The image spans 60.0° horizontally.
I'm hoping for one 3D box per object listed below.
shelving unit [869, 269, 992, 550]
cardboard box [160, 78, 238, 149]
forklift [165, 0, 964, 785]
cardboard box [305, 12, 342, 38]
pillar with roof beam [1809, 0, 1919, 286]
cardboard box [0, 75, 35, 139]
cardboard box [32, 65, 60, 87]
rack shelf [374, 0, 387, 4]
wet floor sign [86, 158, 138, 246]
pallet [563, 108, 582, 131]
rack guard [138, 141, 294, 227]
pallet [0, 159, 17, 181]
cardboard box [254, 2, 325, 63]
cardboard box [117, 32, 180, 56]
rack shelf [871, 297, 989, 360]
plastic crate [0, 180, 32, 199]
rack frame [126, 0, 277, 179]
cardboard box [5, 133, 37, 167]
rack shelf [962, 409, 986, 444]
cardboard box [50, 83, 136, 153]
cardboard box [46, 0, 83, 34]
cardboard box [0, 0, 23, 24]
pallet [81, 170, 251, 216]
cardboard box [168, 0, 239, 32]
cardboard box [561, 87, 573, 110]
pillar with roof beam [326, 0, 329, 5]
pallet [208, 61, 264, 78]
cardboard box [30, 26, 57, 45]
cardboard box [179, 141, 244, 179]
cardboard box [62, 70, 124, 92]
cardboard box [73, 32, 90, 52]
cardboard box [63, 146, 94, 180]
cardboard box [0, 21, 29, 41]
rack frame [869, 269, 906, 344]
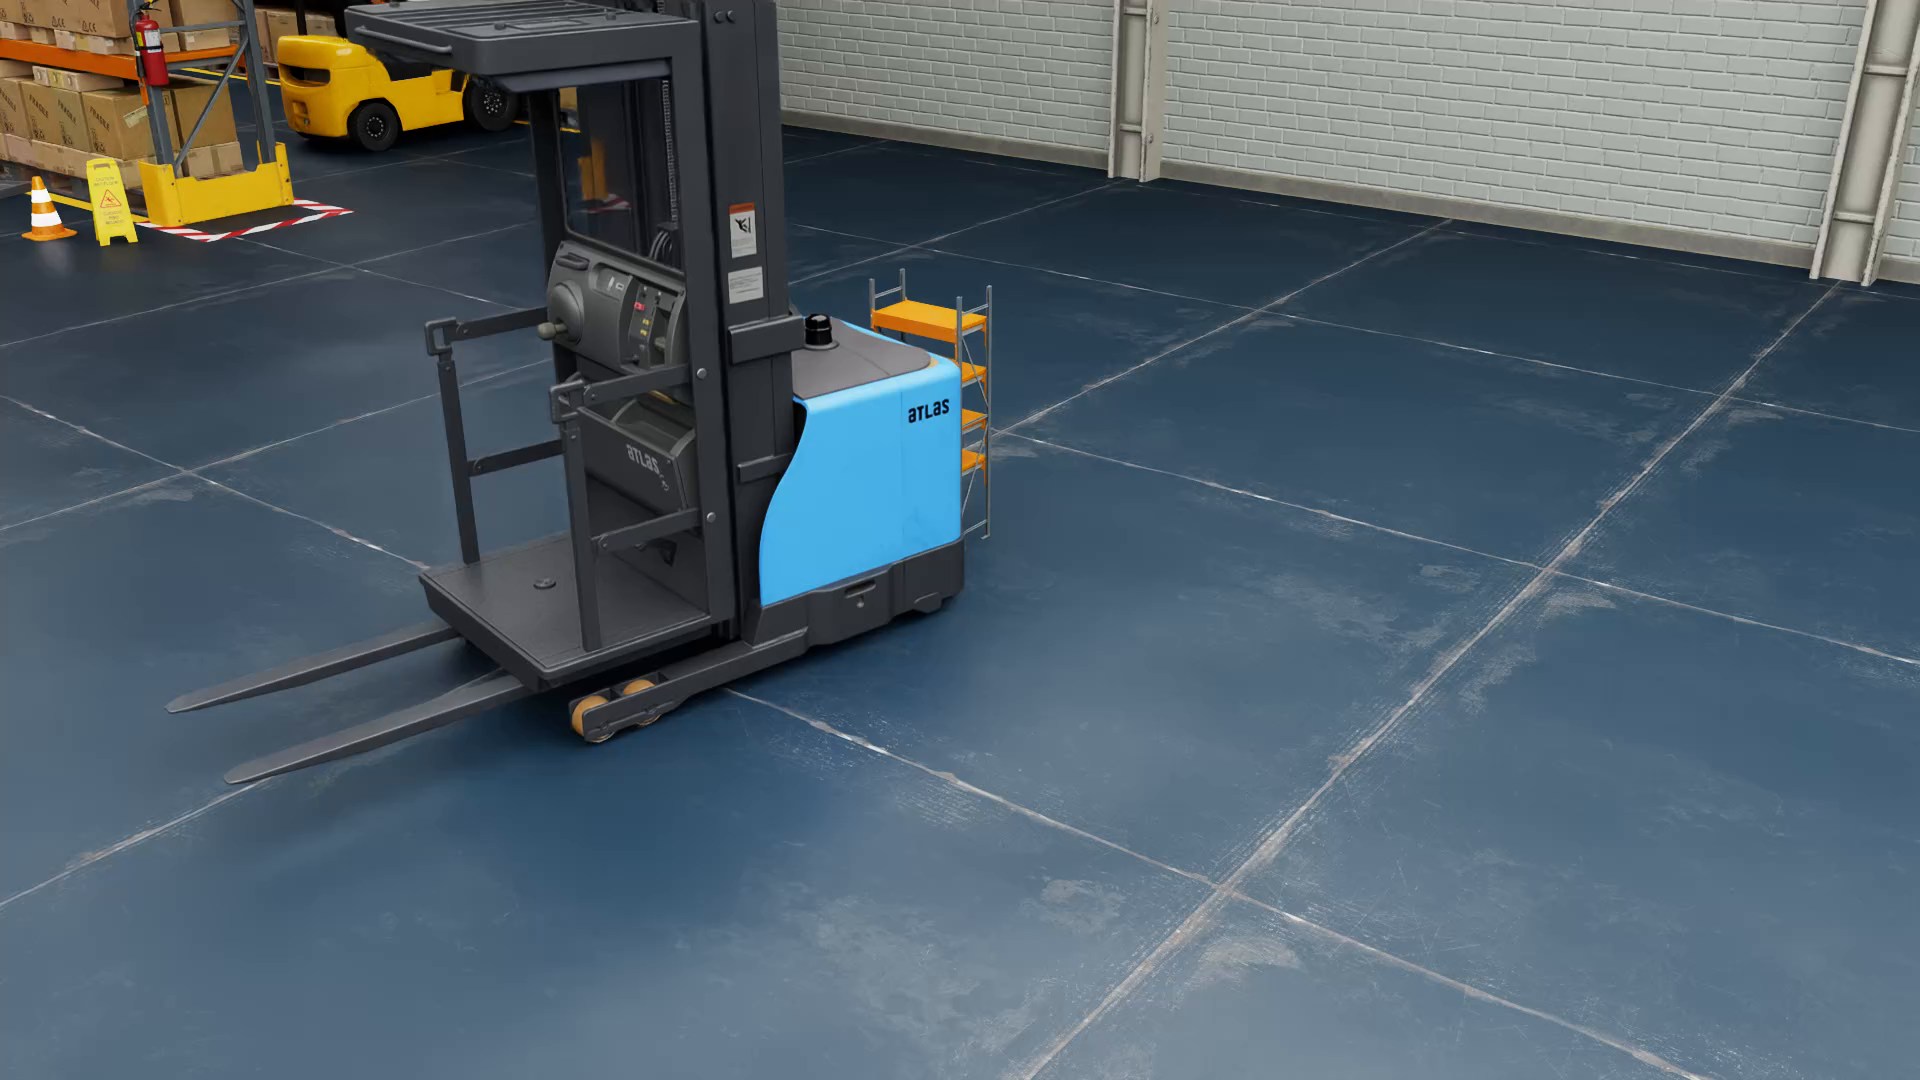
[{"bbox_3d":[-0.132,-0.589,7.599,0.503,1.200,0.258,17,29,33],"label":"shelving unit"},{"bbox_3d":[-6.646,-3.685,14.352,0.500,0.500,0.500,16,28,32],"label":"cardboard box"},{"bbox_3d":[-1.435,-0.841,6.023,3.031,2.935,1.130,-19,30,-36],"label":"forklift"},{"bbox_3d":[-7.415,-6.106,20.312,0.625,0.625,0.875,16,29,33],"label":"cardboard box"},{"bbox_3d":[3.831,-4.634,7.107,0.400,9.000,9.100,17,29,33],"label":"pillar with roof beam"},{"bbox_3d":[-8.189,-3.881,14.797,0.500,0.500,0.500,19,30,36],"label":"cardboard box"},{"bbox_3d":[-7.688,-3.995,14.251,0.250,0.149,0.380,18,30,35],"label":"cardboard box"},{"bbox_3d":[-4.774,-5.875,18.255,4.000,0.370,1.077,17,29,33],"label":"rack shelf"},{"bbox_3d":[-6.637,-2.649,12.963,0.267,0.644,0.232,-15,28,-30],"label":"wet floor sign"},{"bbox_3d":[-3.810,-4.616,17.964,1.213,0.211,1.003,17,29,33],"label":"pallet"},{"bbox_3d":[-6.208,-2.992,13.922,0.348,0.500,1.175,17,29,33],"label":"rack guard"},{"bbox_3d":[-8.789,-3.658,15.791,1.213,0.211,1.003,17,29,33],"label":"pallet"},{"bbox_3d":[-8.556,-6.450,21.092,0.625,0.625,0.875,18,29,35],"label":"cardboard box"},{"bbox_3d":[-6.575,-4.024,13.475,0.250,0.149,0.380,18,29,35],"label":"cardboard box"},{"bbox_3d":[-0.132,-0.949,7.441,0.480,0.148,0.258,17,29,33],"label":"rack shelf"},{"bbox_3d":[-8.583,-3.105,14.698,0.583,0.080,0.402,7,25,15],"label":"plastic crate"},{"bbox_3d":[-6.147,-4.118,13.376,0.127,3.000,1.000,17,29,33],"label":"rack frame"},{"bbox_3d":[-8.178,-3.536,14.945,0.500,0.250,0.500,16,29,33],"label":"cardboard box"},{"bbox_3d":[-0.132,-0.528,7.626,0.480,0.148,0.258,17,29,33],"label":"rack shelf"},{"bbox_3d":[-7.364,-3.630,14.227,0.500,0.500,0.500,18,30,35],"label":"cardboard box"},{"bbox_3d":[-7.145,-4.465,13.670,0.500,0.500,0.500,17,29,33],"label":"cardboard box"},{"bbox_3d":[-7.937,-4.715,14.239,0.500,0.500,0.500,17,29,34],"label":"cardboard box"},{"bbox_3d":[-6.837,-3.068,14.452,1.213,0.211,1.003,17,29,33],"label":"pallet"},{"bbox_3d":[-6.360,-4.504,13.759,0.500,0.500,0.500,16,29,33],"label":"cardboard box"},{"bbox_3d":[-4.131,-4.789,17.789,0.500,0.250,0.500,17,29,33],"label":"cardboard box"},{"bbox_3d":[-10.573,-8.987,16.986,0.400,9.000,9.100,17,29,33],"label":"pillar with roof beam"},{"bbox_3d":[-8.939,-6.167,21.485,1.213,0.211,1.003,17,29,33],"label":"pallet"},{"bbox_3d":[-7.640,-4.311,14.126,0.250,0.149,0.380,16,29,33],"label":"cardboard box"},{"bbox_3d":[-6.627,-3.336,14.491,0.500,0.250,0.500,17,29,33],"label":"cardboard box"},{"bbox_3d":[-7.279,-3.869,13.965,0.250,0.149,0.380,18,29,35],"label":"cardboard box"},{"bbox_3d":[-7.036,-4.119,13.689,0.250,0.149,0.380,16,29,32],"label":"cardboard box"},{"bbox_3d":[-7.365,-3.288,14.382,0.500,0.250,0.500,17,29,33],"label":"cardboard box"},{"bbox_3d":[-8.052,-4.426,14.387,0.250,0.149,0.380,17,29,33],"label":"cardboard box"},{"bbox_3d":[-0.328,-0.648,7.733,0.015,1.200,0.240,17,29,33],"label":"rack frame"}]
